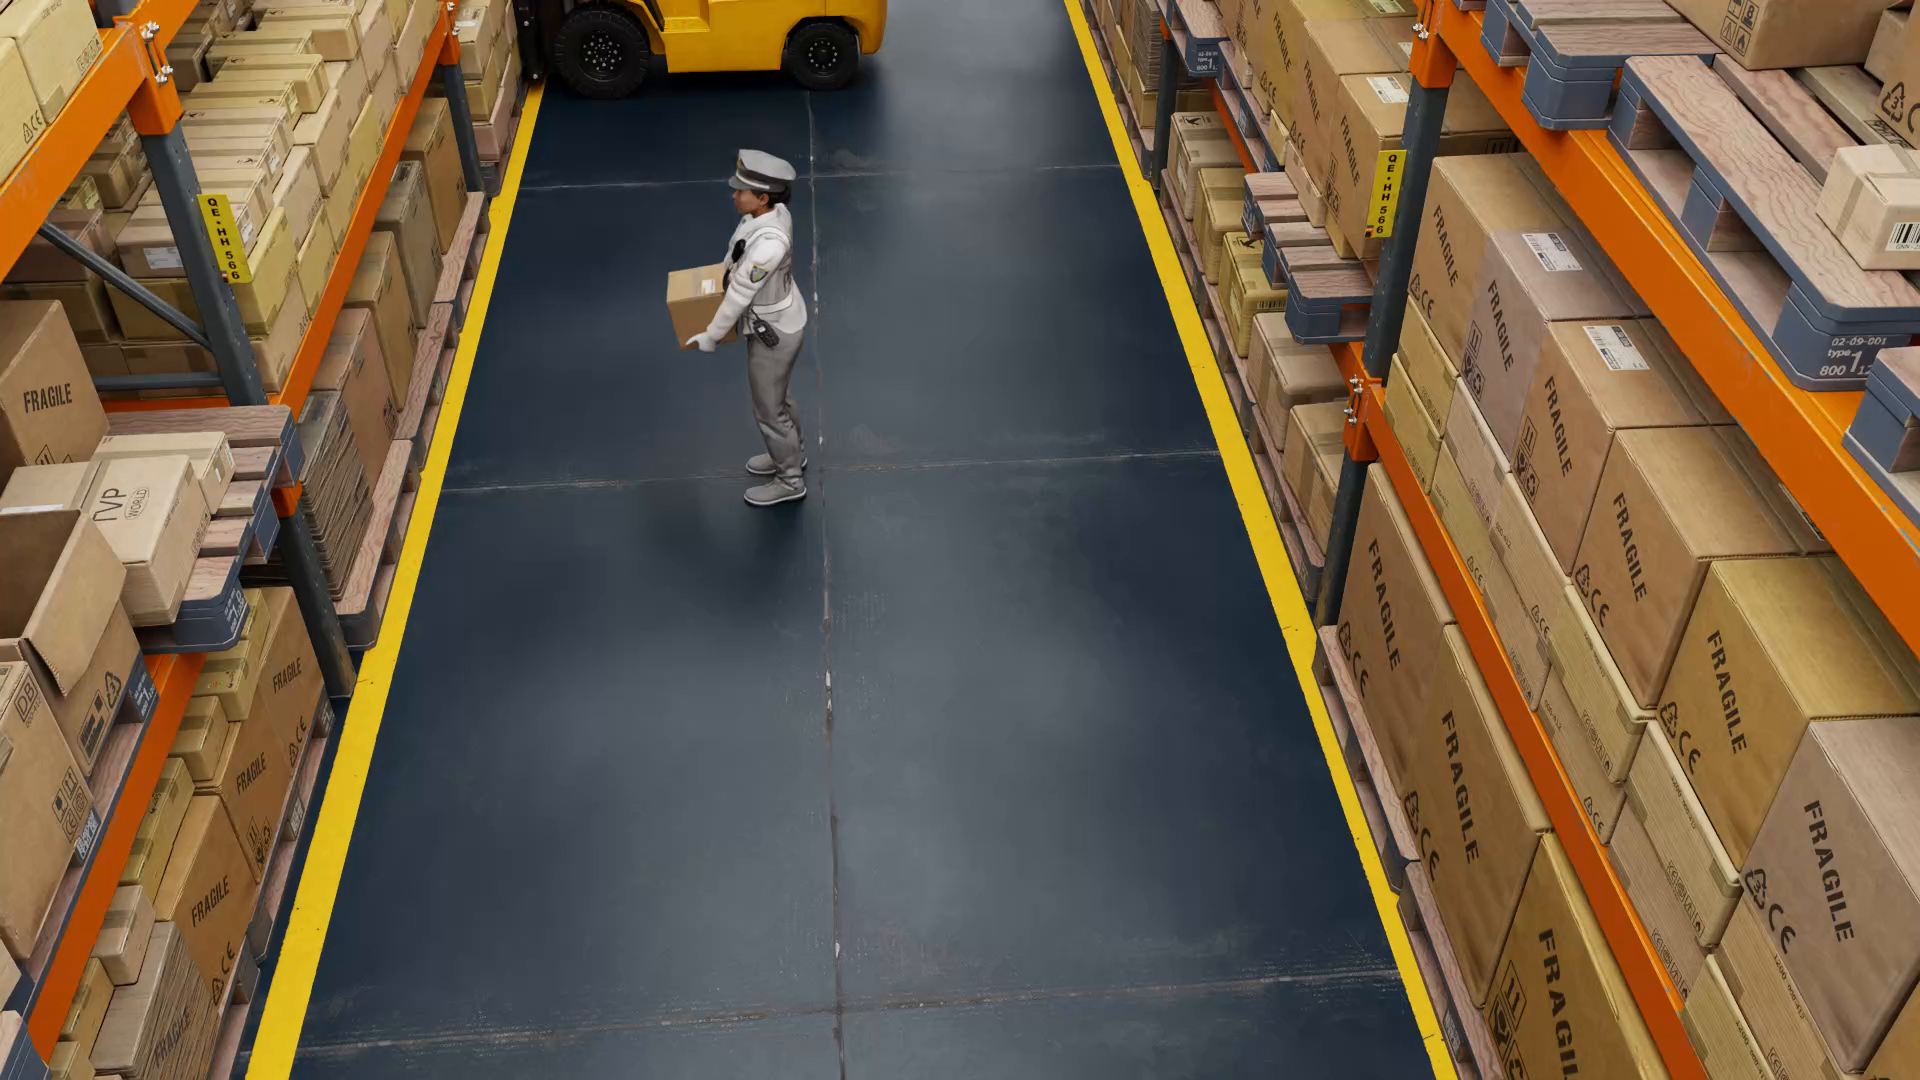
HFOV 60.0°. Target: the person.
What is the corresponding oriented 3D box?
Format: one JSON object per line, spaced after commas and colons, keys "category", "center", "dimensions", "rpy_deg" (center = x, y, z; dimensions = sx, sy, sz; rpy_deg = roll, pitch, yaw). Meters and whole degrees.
{"category": "person", "center": [-0.925, -0.910, 7.249], "dimensions": [0.523, 1.691, 0.416], "rpy_deg": [-4, 39, -4]}
